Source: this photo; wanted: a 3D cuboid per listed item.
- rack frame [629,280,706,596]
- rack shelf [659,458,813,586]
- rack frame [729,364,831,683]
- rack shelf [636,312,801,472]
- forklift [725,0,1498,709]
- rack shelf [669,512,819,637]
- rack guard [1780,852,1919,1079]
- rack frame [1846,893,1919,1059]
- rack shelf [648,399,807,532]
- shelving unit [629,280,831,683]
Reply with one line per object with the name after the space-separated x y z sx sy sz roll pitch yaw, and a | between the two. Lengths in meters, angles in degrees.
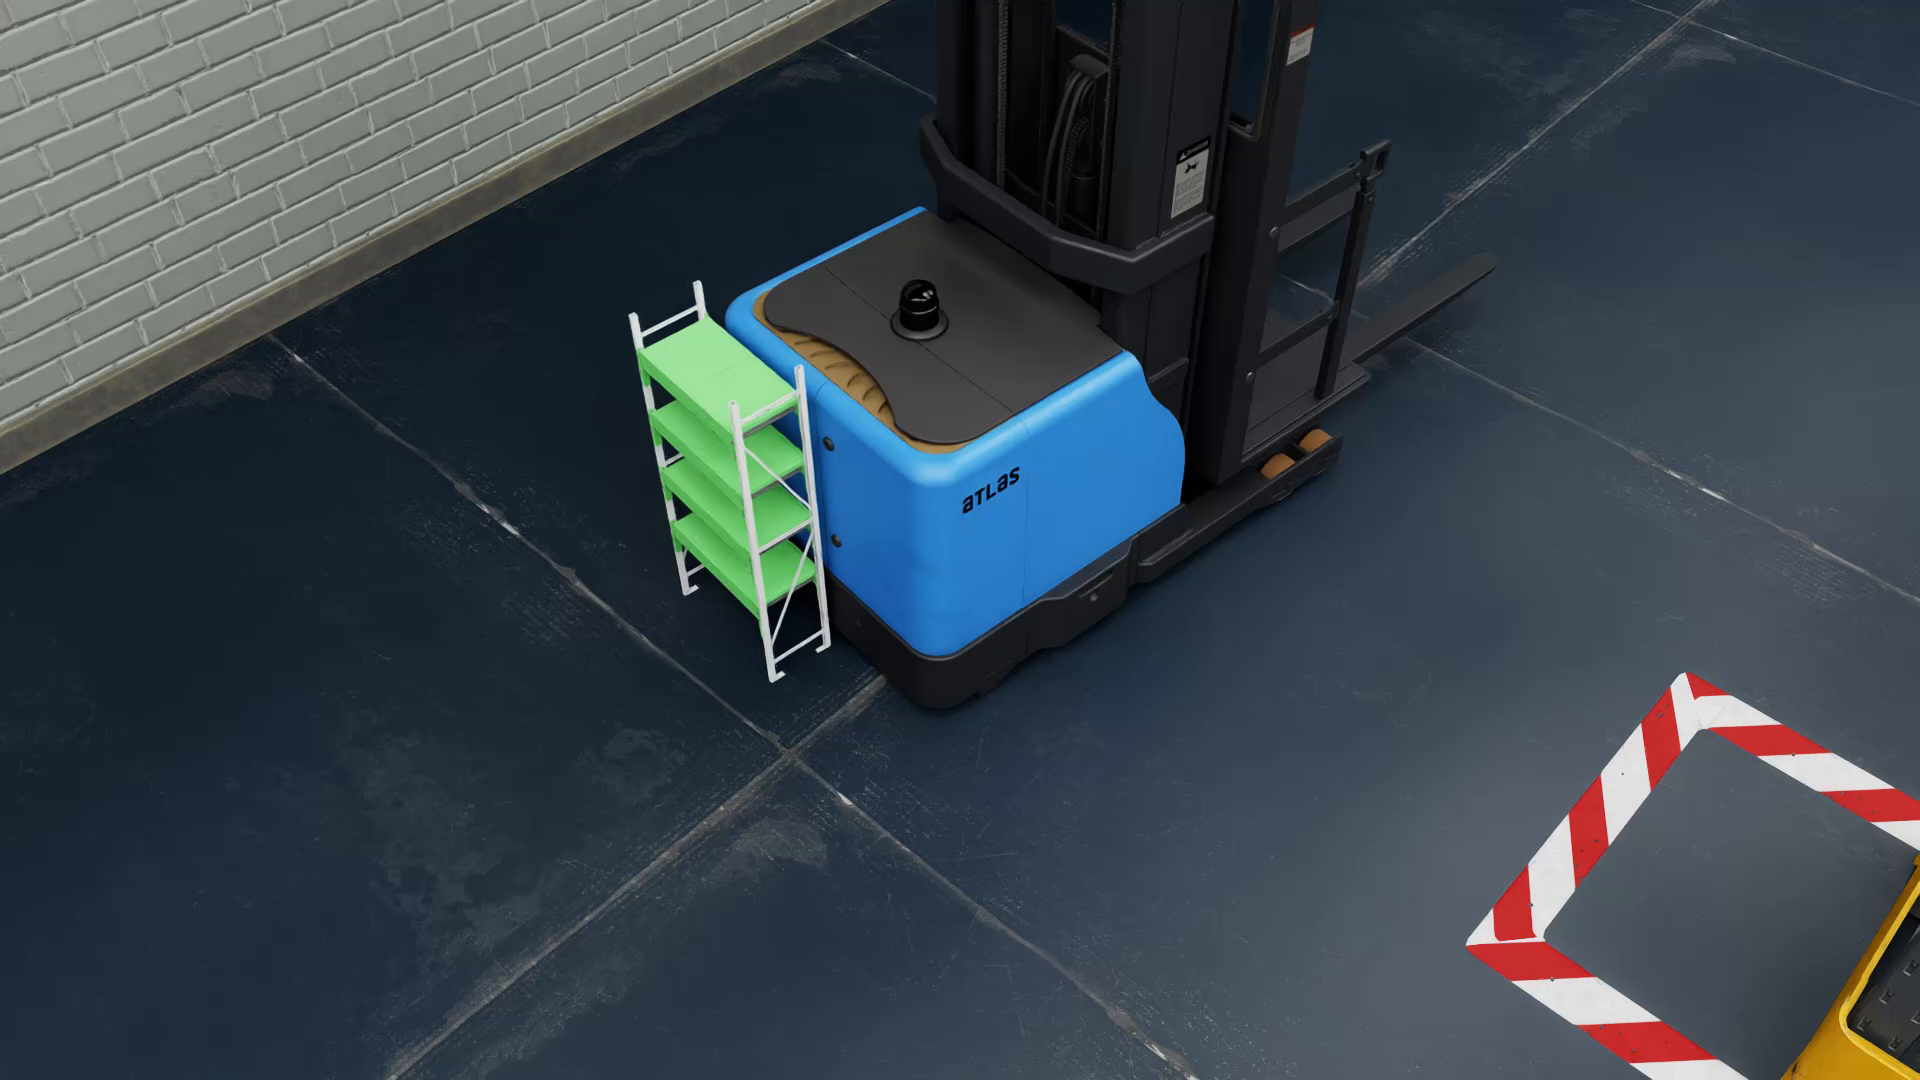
-0.838 -0.281 5.189 0.240 1.200 0.015 -32 55 -26 | rack frame
-0.678 -0.103 5.109 0.258 0.148 0.480 -32 55 -26 | rack shelf
-0.520 -0.011 4.936 0.240 1.200 0.015 -32 55 -26 | rack frame
-0.681 -0.429 4.758 0.258 0.148 0.480 -32 55 -26 | rack shelf
0.730 -1.406 5.059 3.031 2.935 1.130 -32 55 -26 | forklift
-0.677 0.061 5.285 0.258 0.148 0.480 -32 55 -26 | rack shelf
2.601 1.107 4.368 0.348 0.500 1.175 34 55 28 | rack guard
2.542 0.216 3.490 0.053 2.616 0.949 34 55 28 | rack frame
-0.680 -0.266 4.934 0.258 0.148 0.480 -32 55 -26 | rack shelf
-0.679 -0.146 5.063 0.258 1.200 0.503 -32 55 -26 | shelving unit
